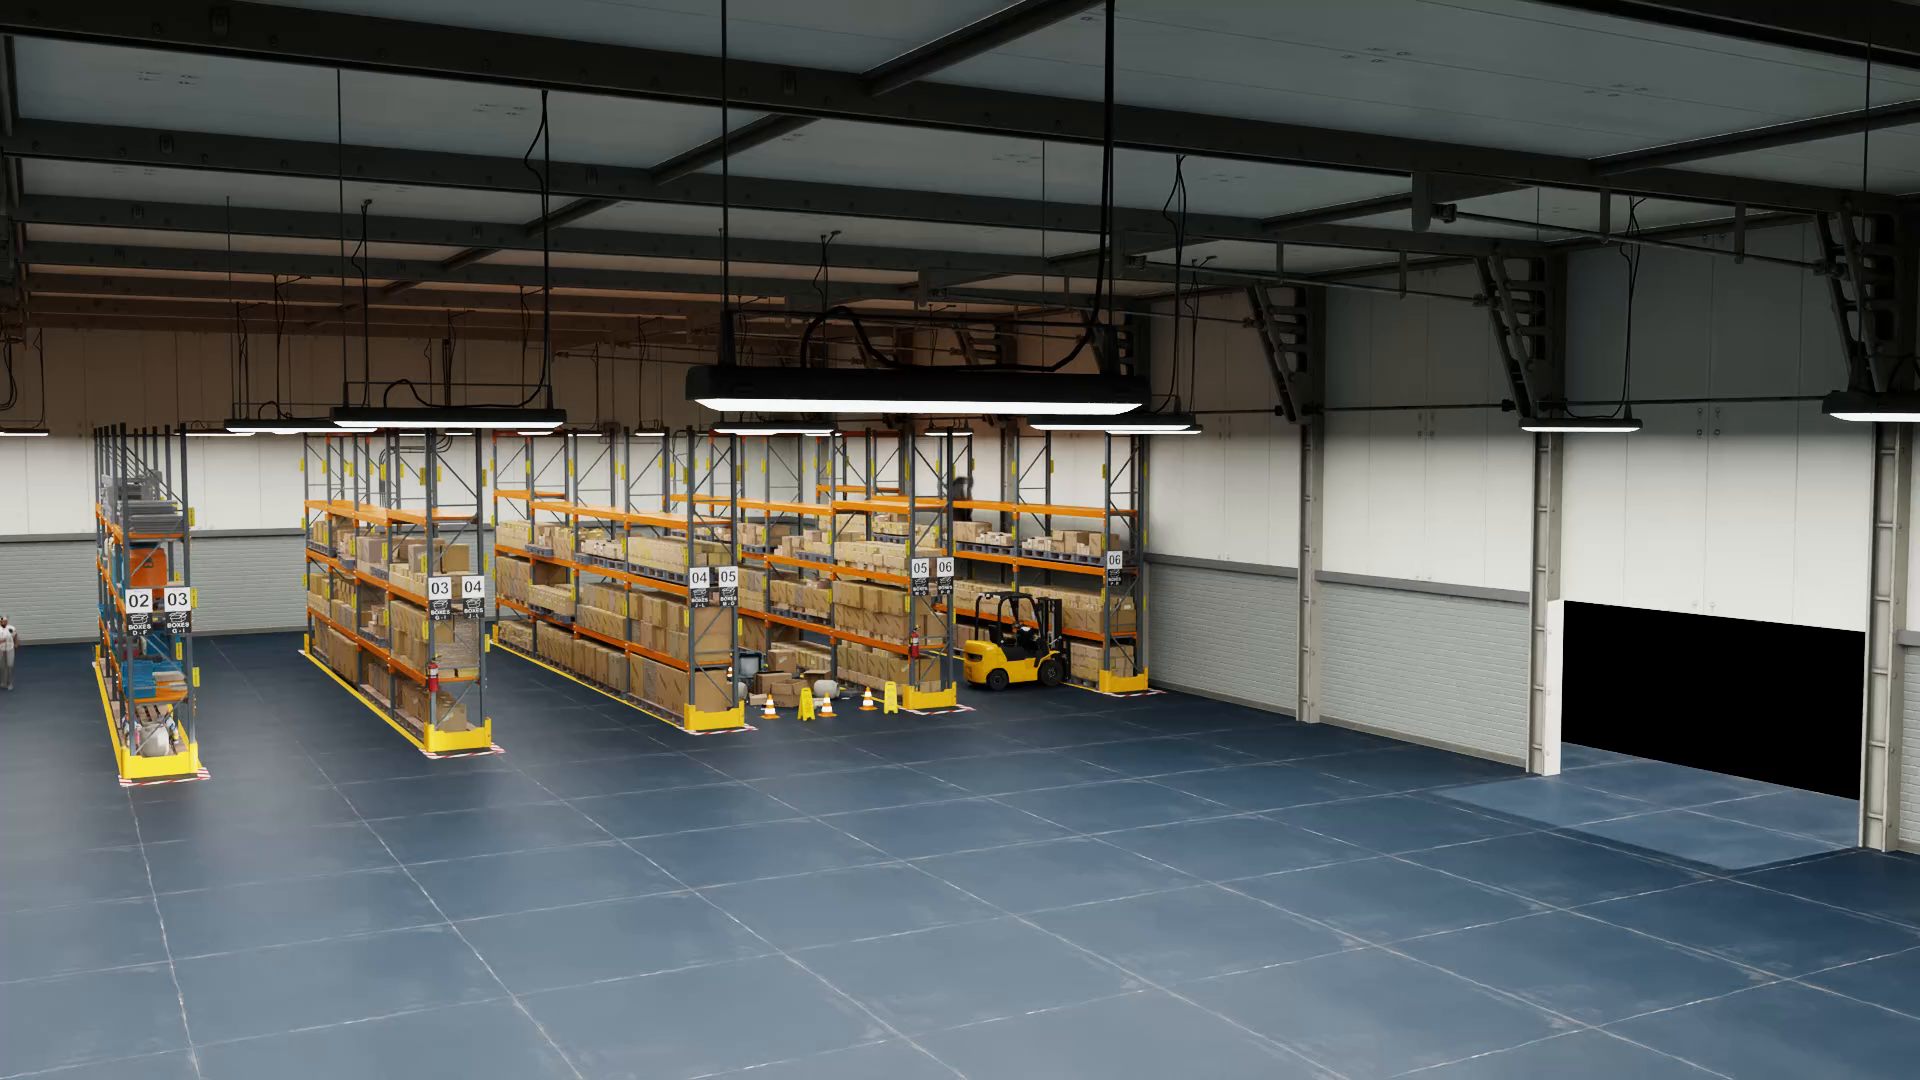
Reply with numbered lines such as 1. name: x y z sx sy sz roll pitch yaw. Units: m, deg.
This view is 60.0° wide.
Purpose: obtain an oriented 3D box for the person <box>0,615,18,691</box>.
1. person: -21.881 2.572 38.102 0.521 1.749 0.848 -2 4 -31
